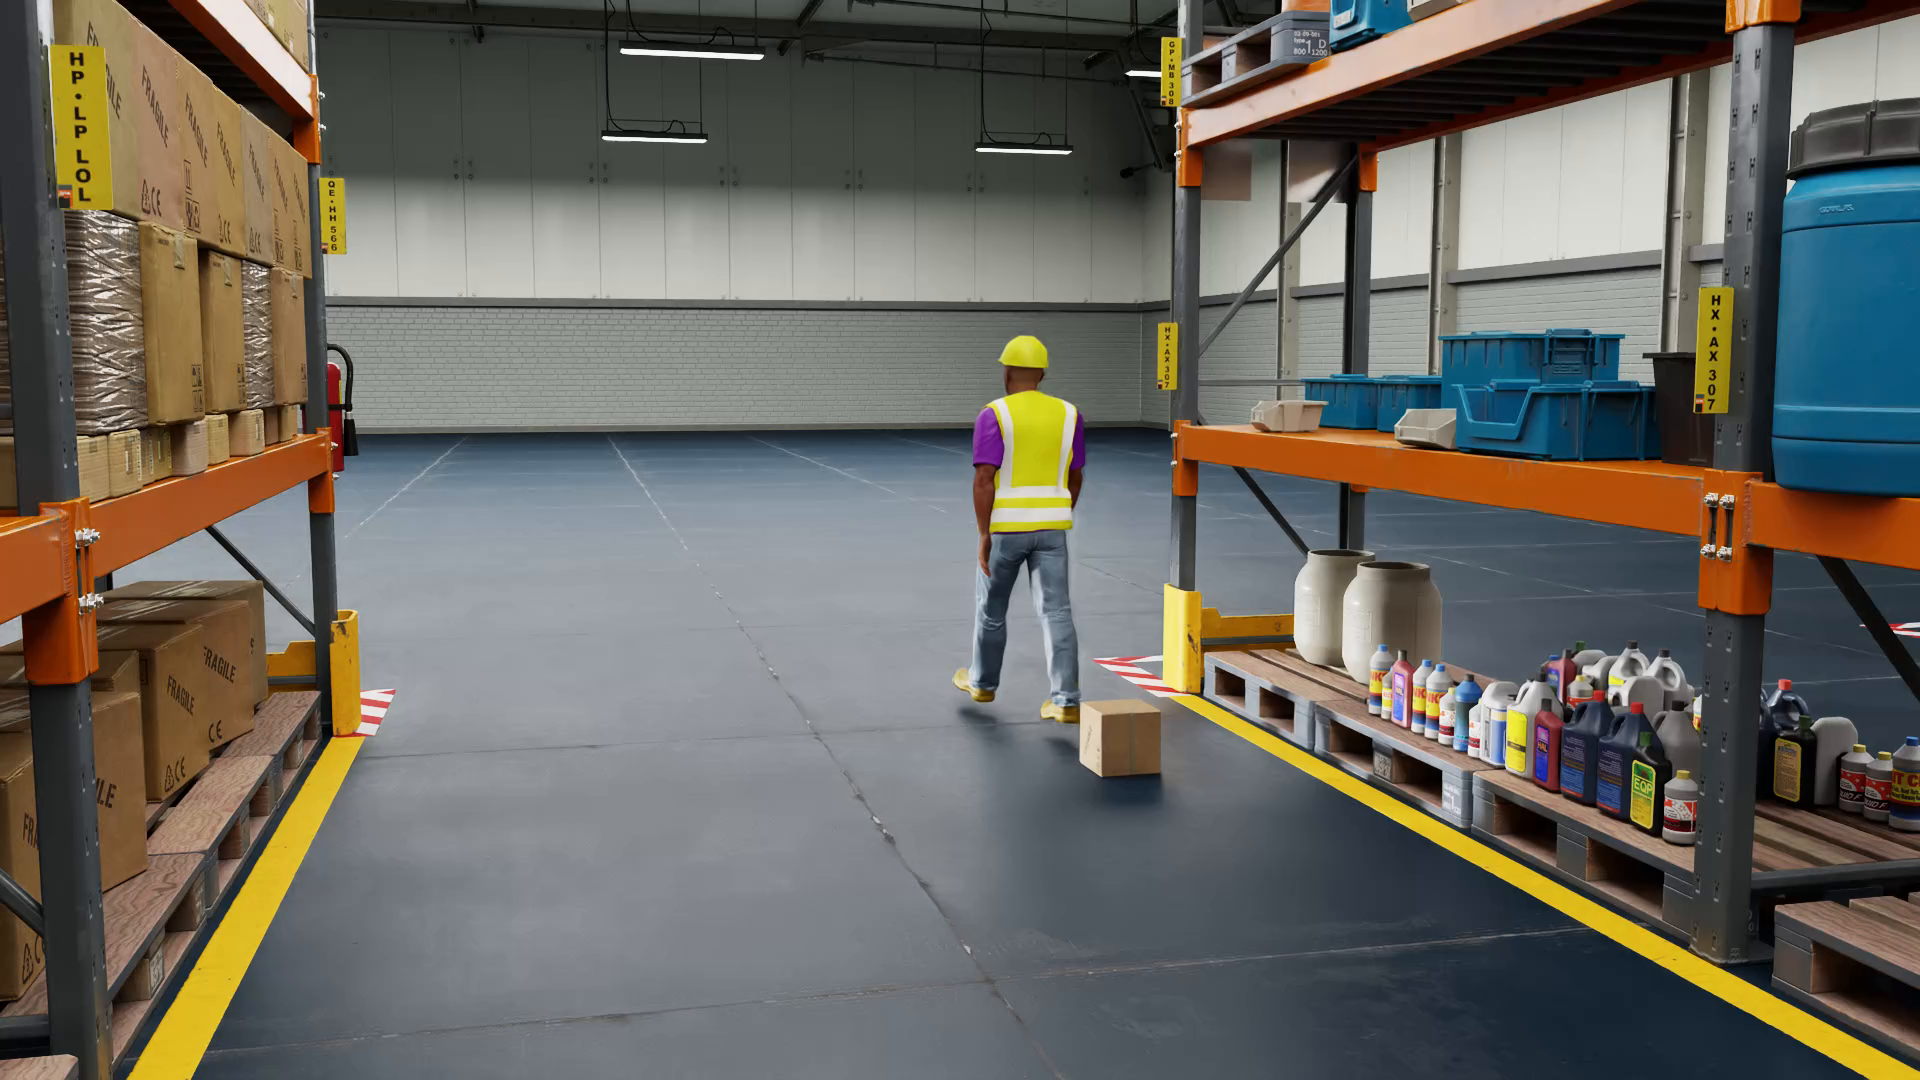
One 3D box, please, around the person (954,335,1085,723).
[{"bbox_3d":[0.290,-0.063,7.496,0.567,1.707,1.086,-2,6,-16],"label":"person"}]
